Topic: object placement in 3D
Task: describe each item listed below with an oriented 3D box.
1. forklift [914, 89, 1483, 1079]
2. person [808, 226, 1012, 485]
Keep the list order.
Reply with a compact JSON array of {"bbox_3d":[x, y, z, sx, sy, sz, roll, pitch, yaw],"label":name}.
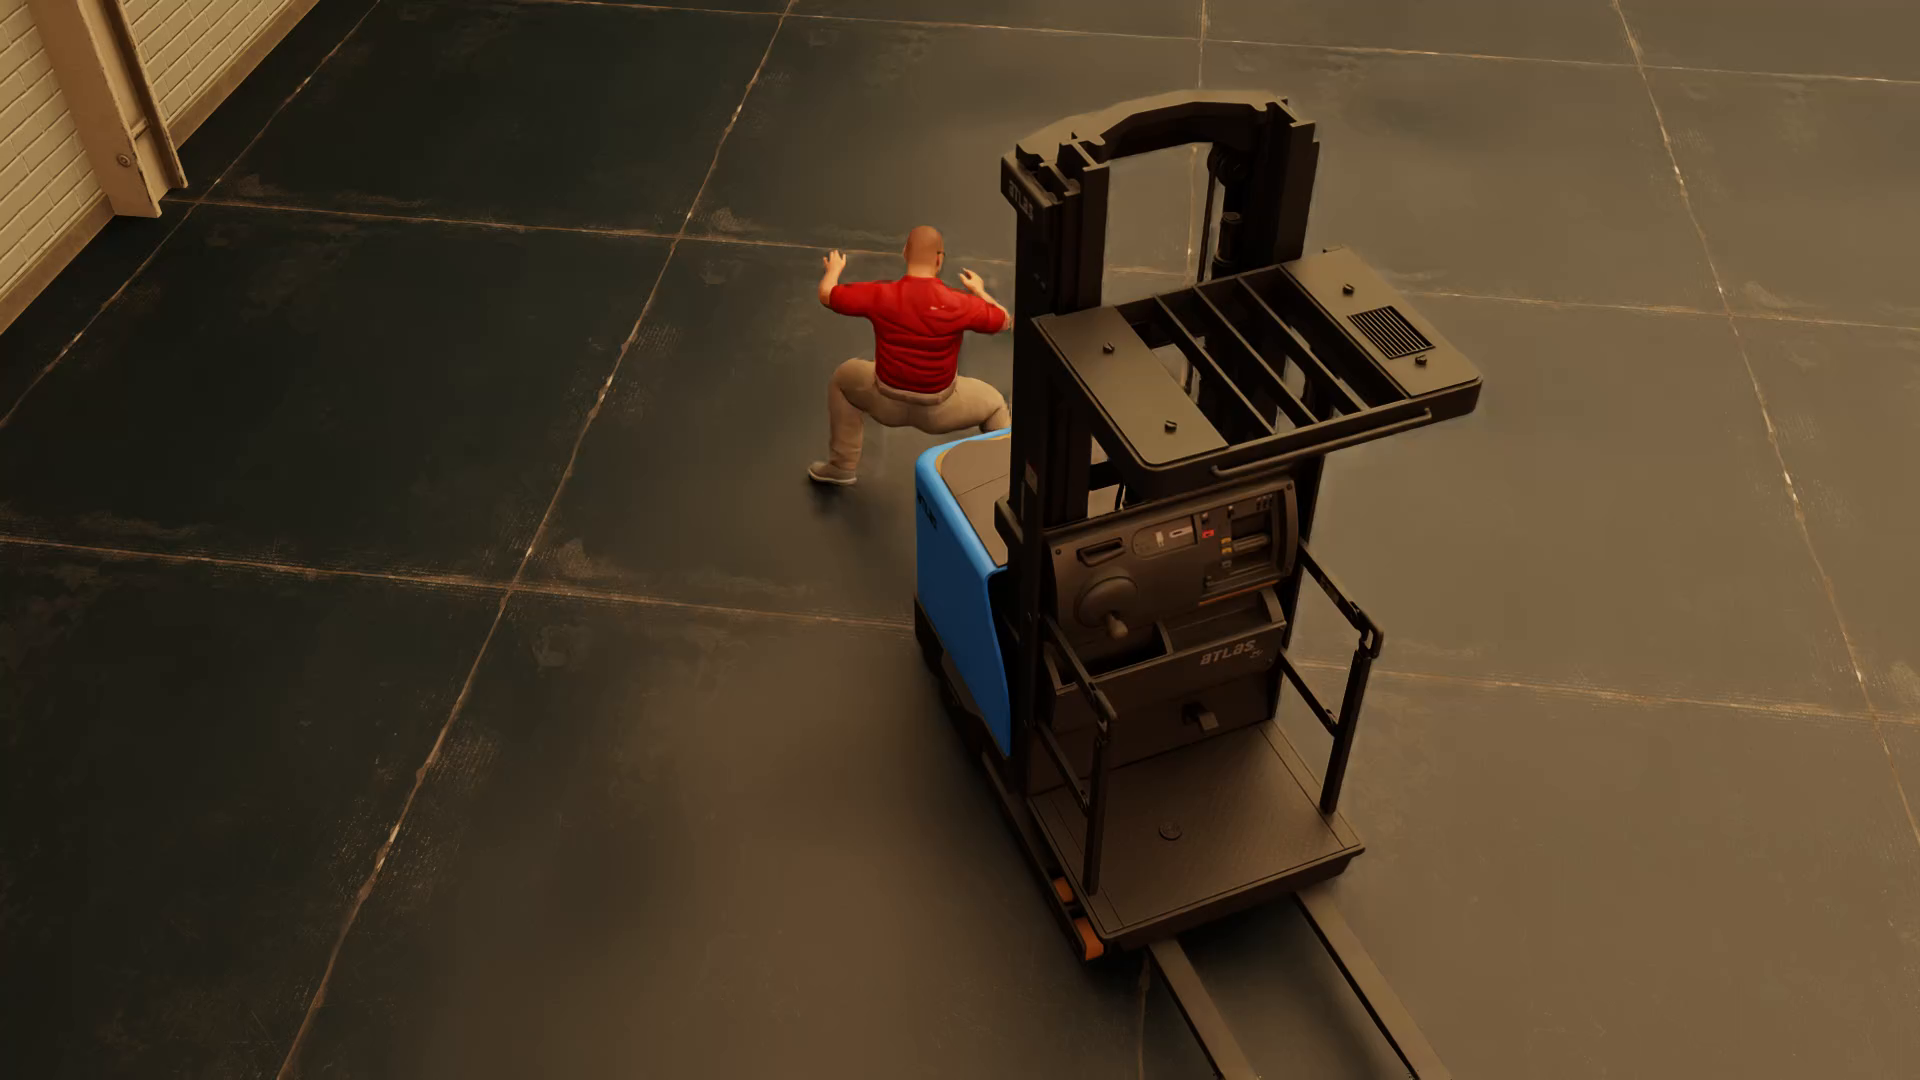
[{"bbox_3d":[0.825,0.153,5.558,1.130,2.935,3.031,-15,45,-16],"label":"forklift"},{"bbox_3d":[-0.179,-0.843,7.699,1.135,1.498,0.700,8,43,8],"label":"person"}]
